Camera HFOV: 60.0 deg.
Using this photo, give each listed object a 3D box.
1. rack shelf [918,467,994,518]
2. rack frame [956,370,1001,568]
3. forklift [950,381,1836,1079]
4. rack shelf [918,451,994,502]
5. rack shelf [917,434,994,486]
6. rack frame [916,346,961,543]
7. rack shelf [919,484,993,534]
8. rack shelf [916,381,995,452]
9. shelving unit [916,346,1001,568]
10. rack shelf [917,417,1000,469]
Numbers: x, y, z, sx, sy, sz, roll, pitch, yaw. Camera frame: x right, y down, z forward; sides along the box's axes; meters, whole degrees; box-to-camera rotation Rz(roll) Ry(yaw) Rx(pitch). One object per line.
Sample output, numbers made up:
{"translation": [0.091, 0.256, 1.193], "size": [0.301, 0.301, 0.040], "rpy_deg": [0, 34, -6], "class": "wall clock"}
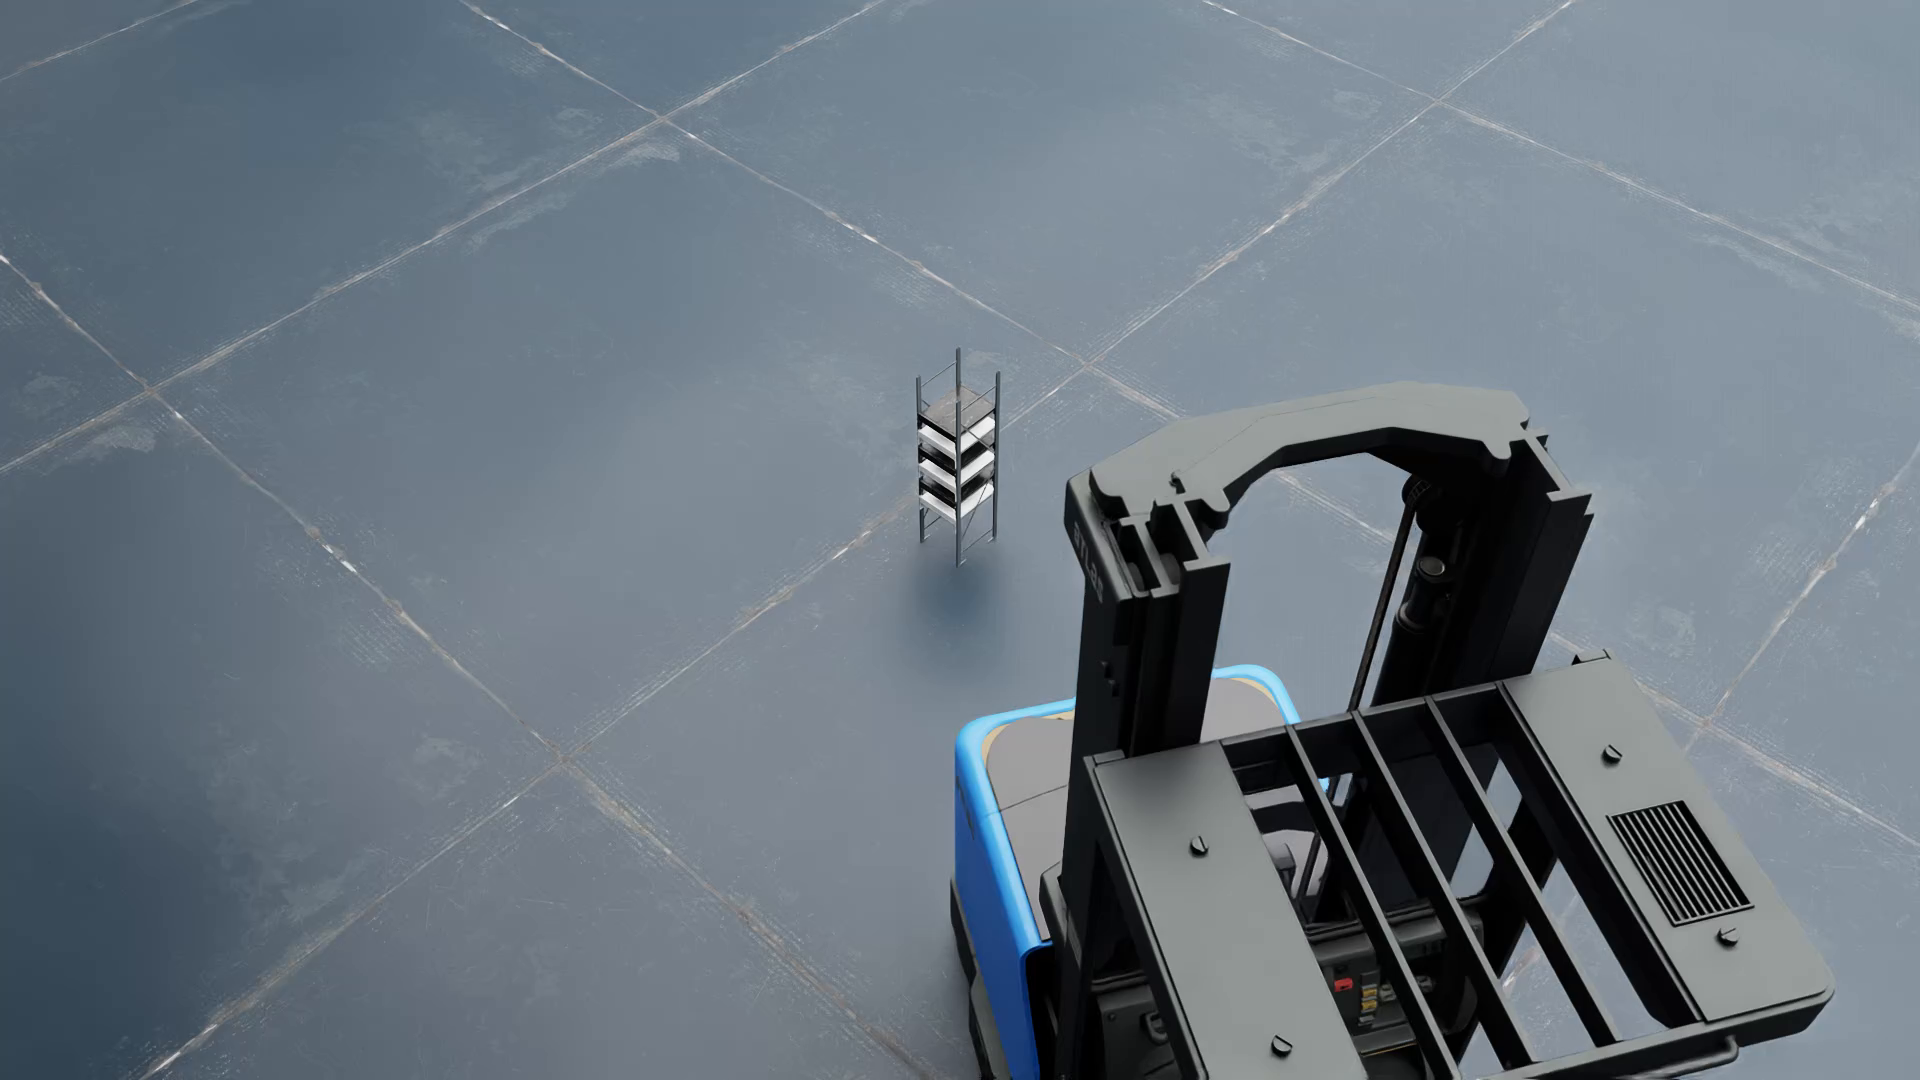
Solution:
{"translation": [-0.006, -0.228, 6.624], "size": [0.200, 0.077, 0.258], "rpy_deg": [34, 55, 28], "class": "rack shelf"}
{"translation": [0.069, -0.262, 6.487], "size": [0.006, 0.900, 0.240], "rpy_deg": [34, 55, 28], "class": "rack frame"}
{"translation": [0.825, 1.223, 3.699], "size": [1.130, 2.935, 3.031], "rpy_deg": [-10, 48, -10], "class": "forklift"}
{"translation": [-0.006, -0.289, 6.559], "size": [0.200, 0.077, 0.258], "rpy_deg": [34, 55, 28], "class": "rack shelf"}
{"translation": [-0.006, -0.351, 6.493], "size": [0.200, 0.077, 0.258], "rpy_deg": [34, 55, 28], "class": "rack shelf"}
{"translation": [-0.081, -0.362, 6.581], "size": [0.006, 0.900, 0.240], "rpy_deg": [34, 55, 28], "class": "rack frame"}
{"translation": [-0.006, -0.166, 6.690], "size": [0.200, 0.077, 0.258], "rpy_deg": [34, 55, 28], "class": "rack shelf"}
{"translation": [-0.006, -0.474, 6.362], "size": [0.200, 0.077, 0.258], "rpy_deg": [34, 55, 28], "class": "rack shelf"}
{"translation": [-0.006, -0.312, 6.534], "size": [0.210, 0.900, 0.258], "rpy_deg": [34, 55, 28], "class": "shelving unit"}
{"translation": [-0.006, -0.412, 6.427], "size": [0.200, 0.077, 0.258], "rpy_deg": [34, 55, 28], "class": "rack shelf"}
